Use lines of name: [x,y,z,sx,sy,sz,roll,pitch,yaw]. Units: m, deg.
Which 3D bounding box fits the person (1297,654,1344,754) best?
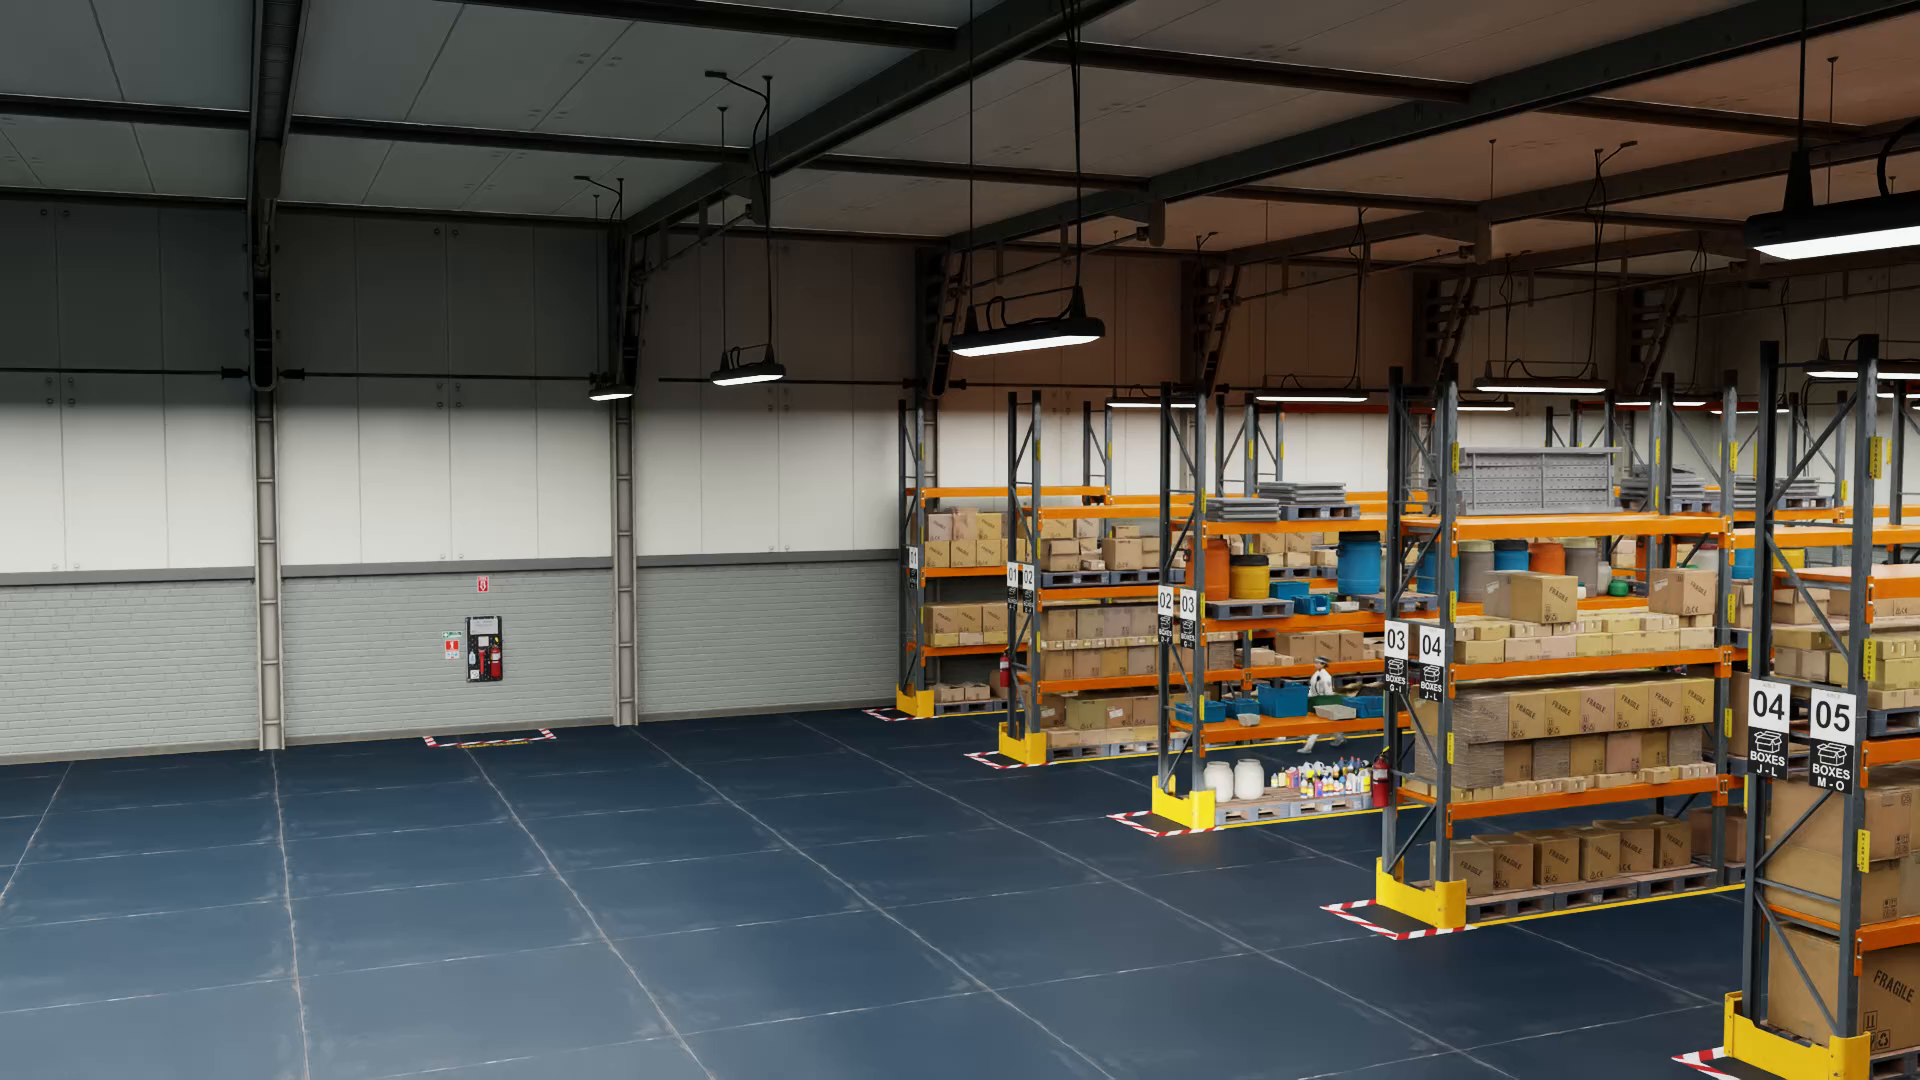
person: [6.027,2.705,27.692,1.049,1.624,0.537,-1,4,-24]
